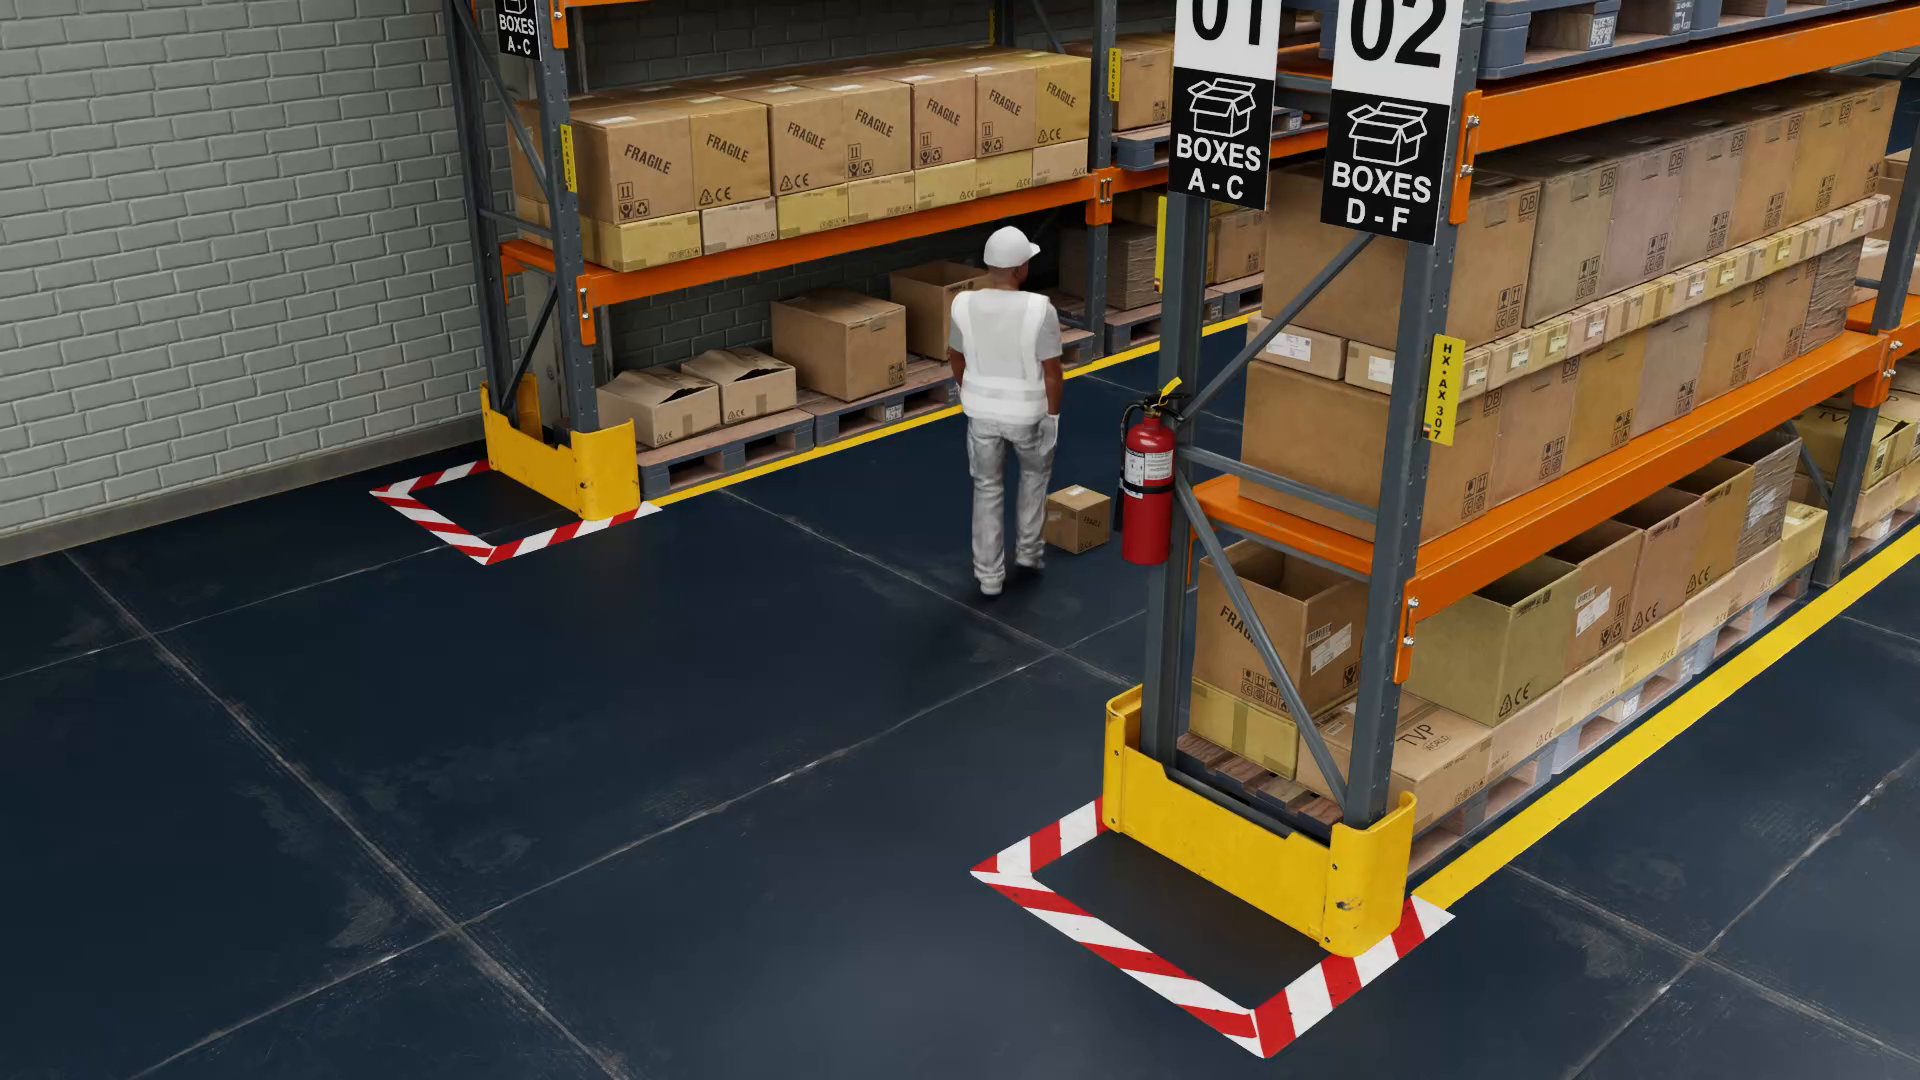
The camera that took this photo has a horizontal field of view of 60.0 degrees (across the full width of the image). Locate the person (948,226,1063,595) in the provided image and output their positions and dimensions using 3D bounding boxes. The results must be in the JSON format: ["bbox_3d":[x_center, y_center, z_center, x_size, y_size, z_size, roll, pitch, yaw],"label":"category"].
[{"bbox_3d":[0.231,-0.604,7.982,0.569,1.862,0.566,4,24,9],"label":"person"}]
